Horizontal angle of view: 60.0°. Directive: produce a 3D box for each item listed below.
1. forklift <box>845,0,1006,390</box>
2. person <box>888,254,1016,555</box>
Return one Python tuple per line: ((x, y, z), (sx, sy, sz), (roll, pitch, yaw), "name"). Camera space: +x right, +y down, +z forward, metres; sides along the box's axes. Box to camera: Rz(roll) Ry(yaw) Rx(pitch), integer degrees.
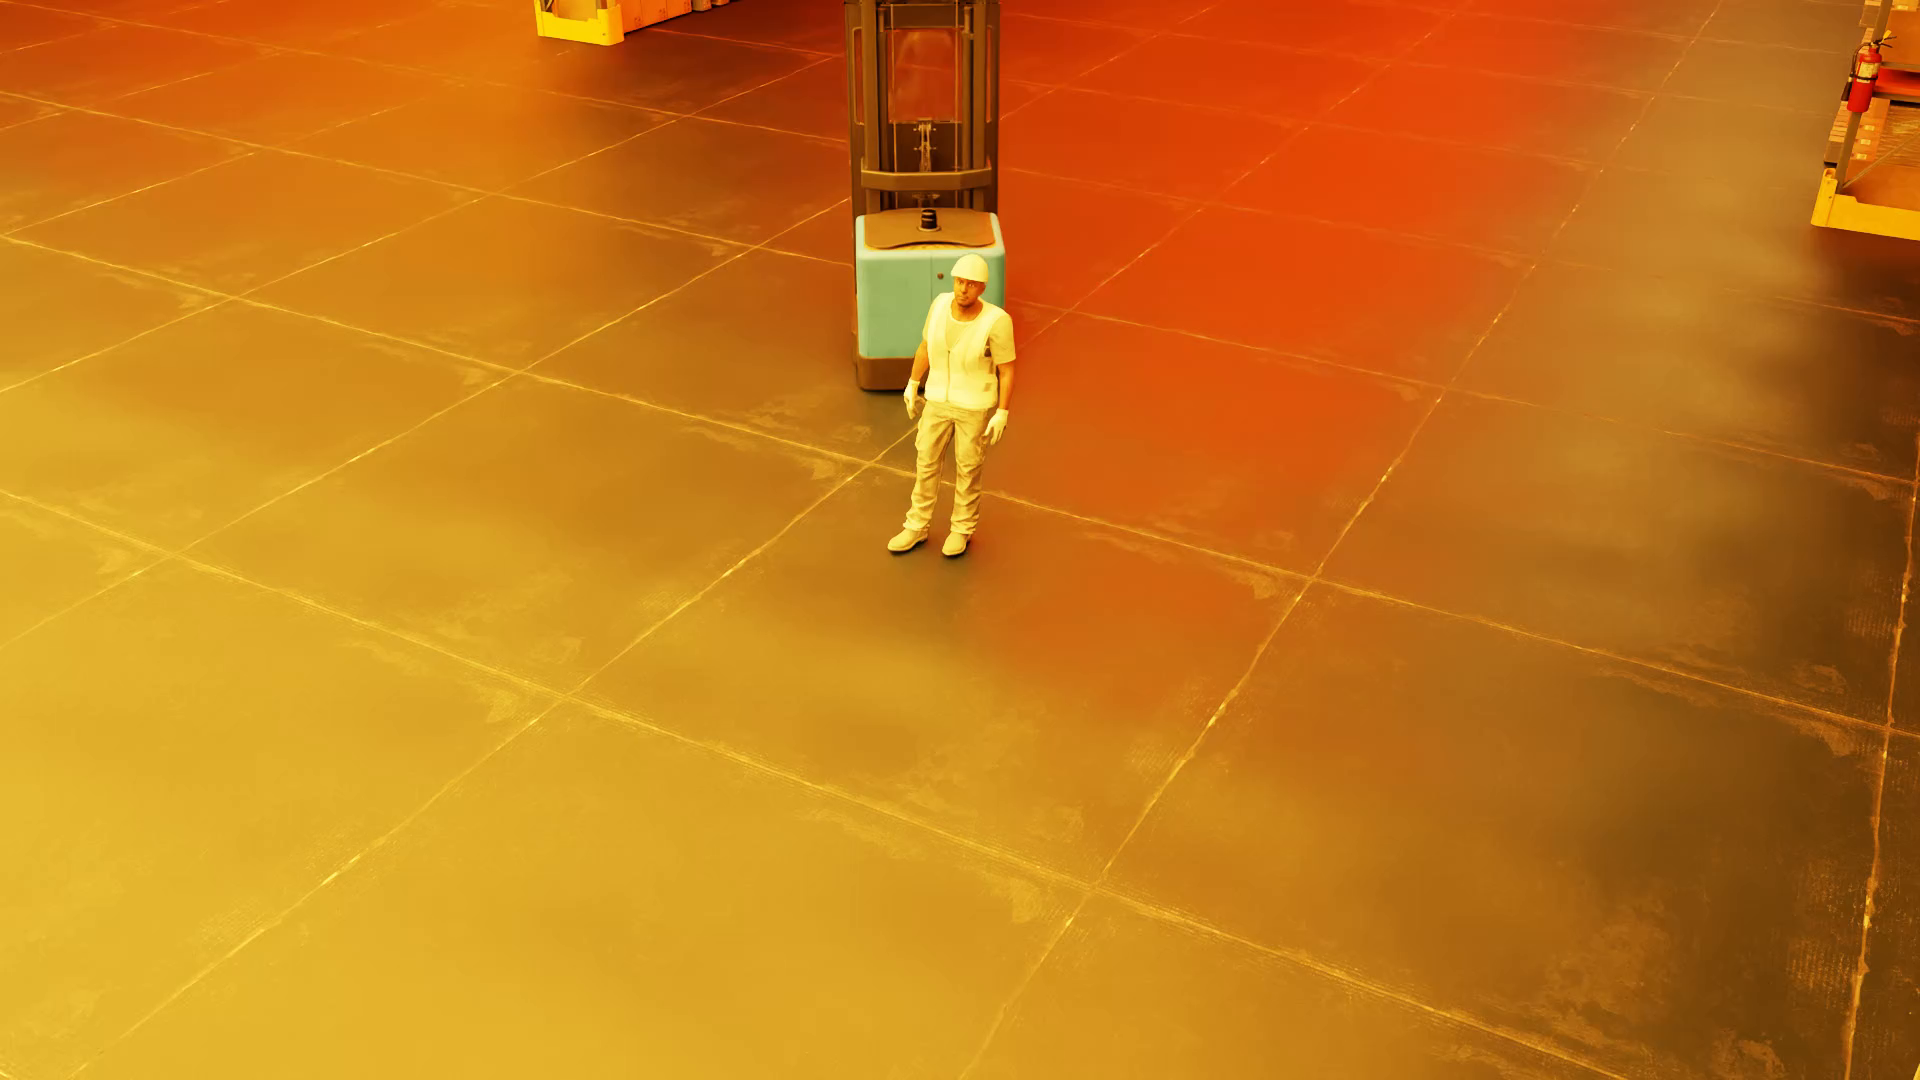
((-0.277, -3.029, 12.319), (1.130, 2.935, 3.031), (-2, 30, -3), "forklift")
((-0.042, -0.748, 9.502), (0.656, 1.784, 0.575), (15, 33, 25), "person")
